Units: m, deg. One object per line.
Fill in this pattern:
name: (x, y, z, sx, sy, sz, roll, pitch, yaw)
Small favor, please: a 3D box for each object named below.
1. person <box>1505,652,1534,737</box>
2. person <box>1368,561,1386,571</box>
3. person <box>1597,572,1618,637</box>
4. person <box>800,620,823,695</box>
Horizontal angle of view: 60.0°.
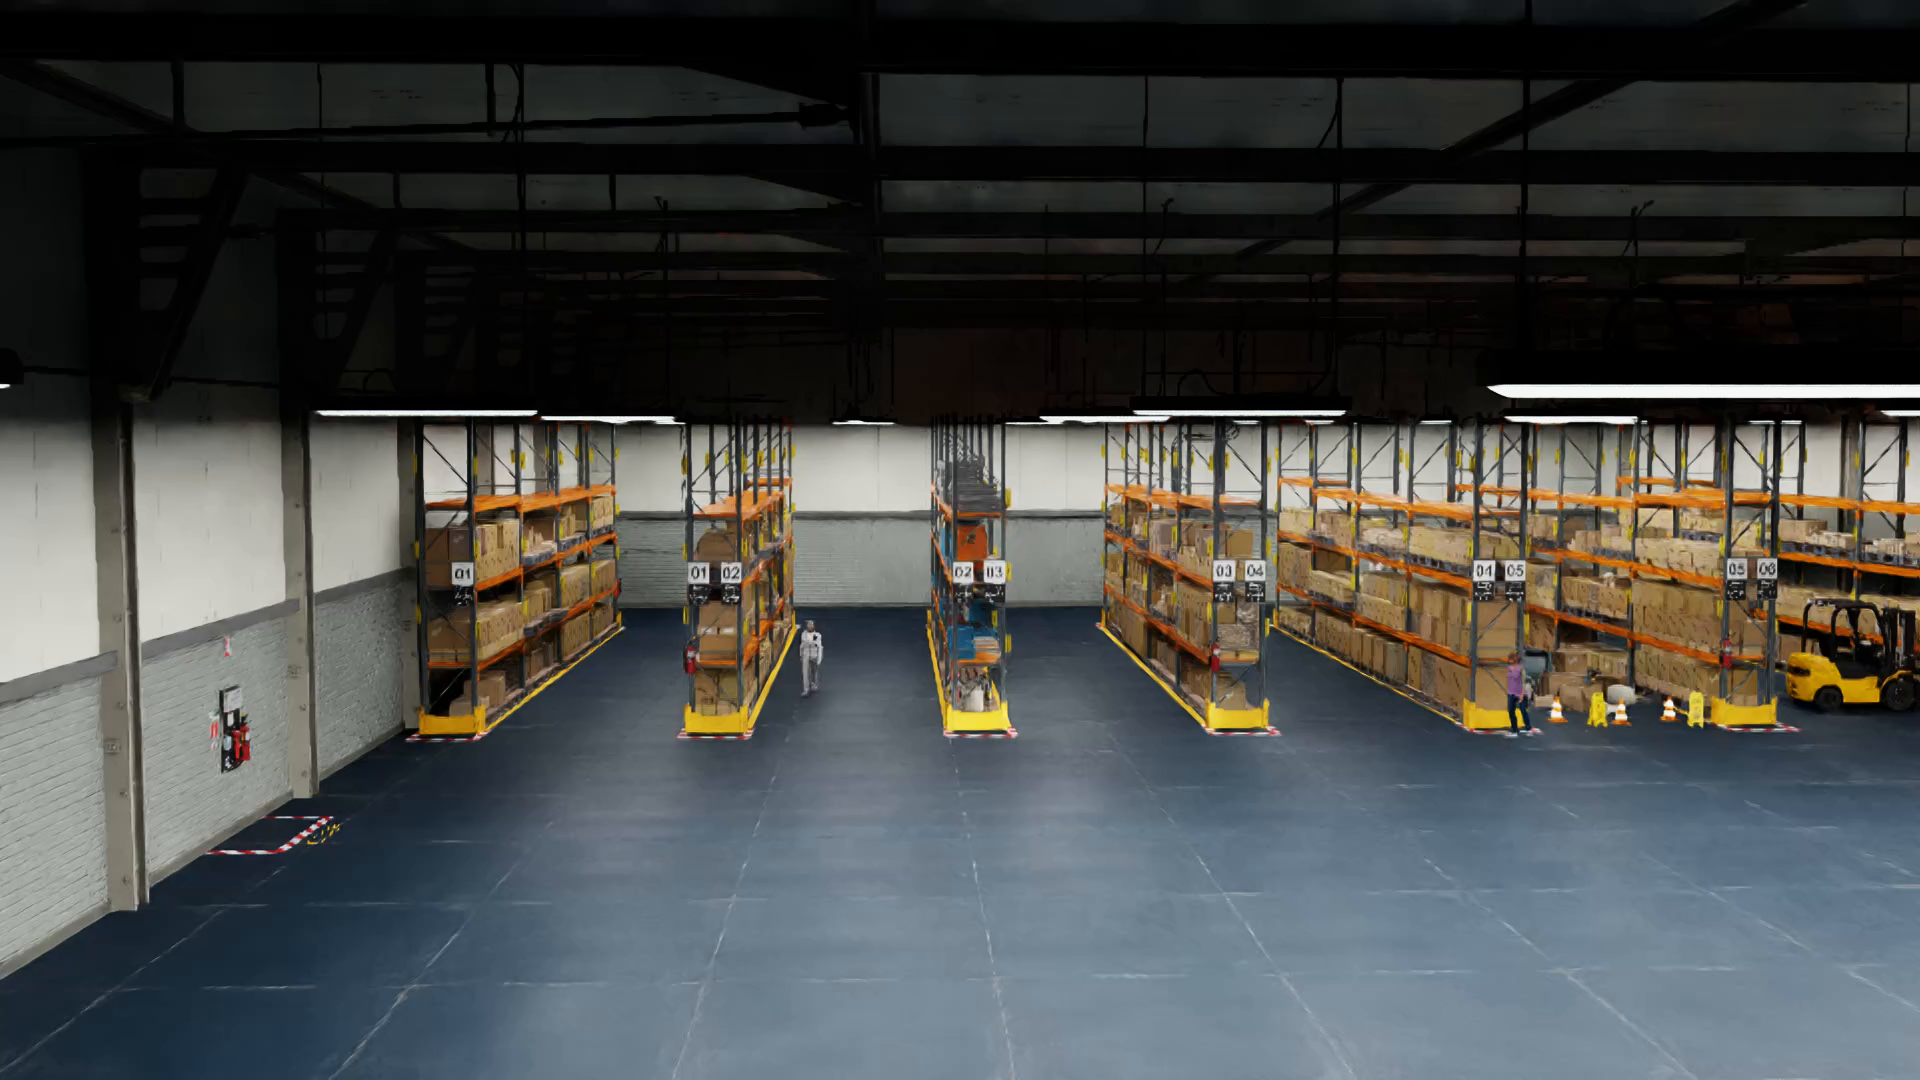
person: (10.331, 2.842, 30.714, 0.552, 1.581, 0.463, -3, 5, -34)
person: (13.048, 1.311, 51.936, 0.598, 1.772, 0.576, 3, 5, 33)
person: (17.635, 1.746, 45.291, 0.551, 1.765, 0.647, 1, 4, 14)
person: (-3.188, 2.482, 35.652, 0.488, 1.590, 1.079, 0, 4, -5)
